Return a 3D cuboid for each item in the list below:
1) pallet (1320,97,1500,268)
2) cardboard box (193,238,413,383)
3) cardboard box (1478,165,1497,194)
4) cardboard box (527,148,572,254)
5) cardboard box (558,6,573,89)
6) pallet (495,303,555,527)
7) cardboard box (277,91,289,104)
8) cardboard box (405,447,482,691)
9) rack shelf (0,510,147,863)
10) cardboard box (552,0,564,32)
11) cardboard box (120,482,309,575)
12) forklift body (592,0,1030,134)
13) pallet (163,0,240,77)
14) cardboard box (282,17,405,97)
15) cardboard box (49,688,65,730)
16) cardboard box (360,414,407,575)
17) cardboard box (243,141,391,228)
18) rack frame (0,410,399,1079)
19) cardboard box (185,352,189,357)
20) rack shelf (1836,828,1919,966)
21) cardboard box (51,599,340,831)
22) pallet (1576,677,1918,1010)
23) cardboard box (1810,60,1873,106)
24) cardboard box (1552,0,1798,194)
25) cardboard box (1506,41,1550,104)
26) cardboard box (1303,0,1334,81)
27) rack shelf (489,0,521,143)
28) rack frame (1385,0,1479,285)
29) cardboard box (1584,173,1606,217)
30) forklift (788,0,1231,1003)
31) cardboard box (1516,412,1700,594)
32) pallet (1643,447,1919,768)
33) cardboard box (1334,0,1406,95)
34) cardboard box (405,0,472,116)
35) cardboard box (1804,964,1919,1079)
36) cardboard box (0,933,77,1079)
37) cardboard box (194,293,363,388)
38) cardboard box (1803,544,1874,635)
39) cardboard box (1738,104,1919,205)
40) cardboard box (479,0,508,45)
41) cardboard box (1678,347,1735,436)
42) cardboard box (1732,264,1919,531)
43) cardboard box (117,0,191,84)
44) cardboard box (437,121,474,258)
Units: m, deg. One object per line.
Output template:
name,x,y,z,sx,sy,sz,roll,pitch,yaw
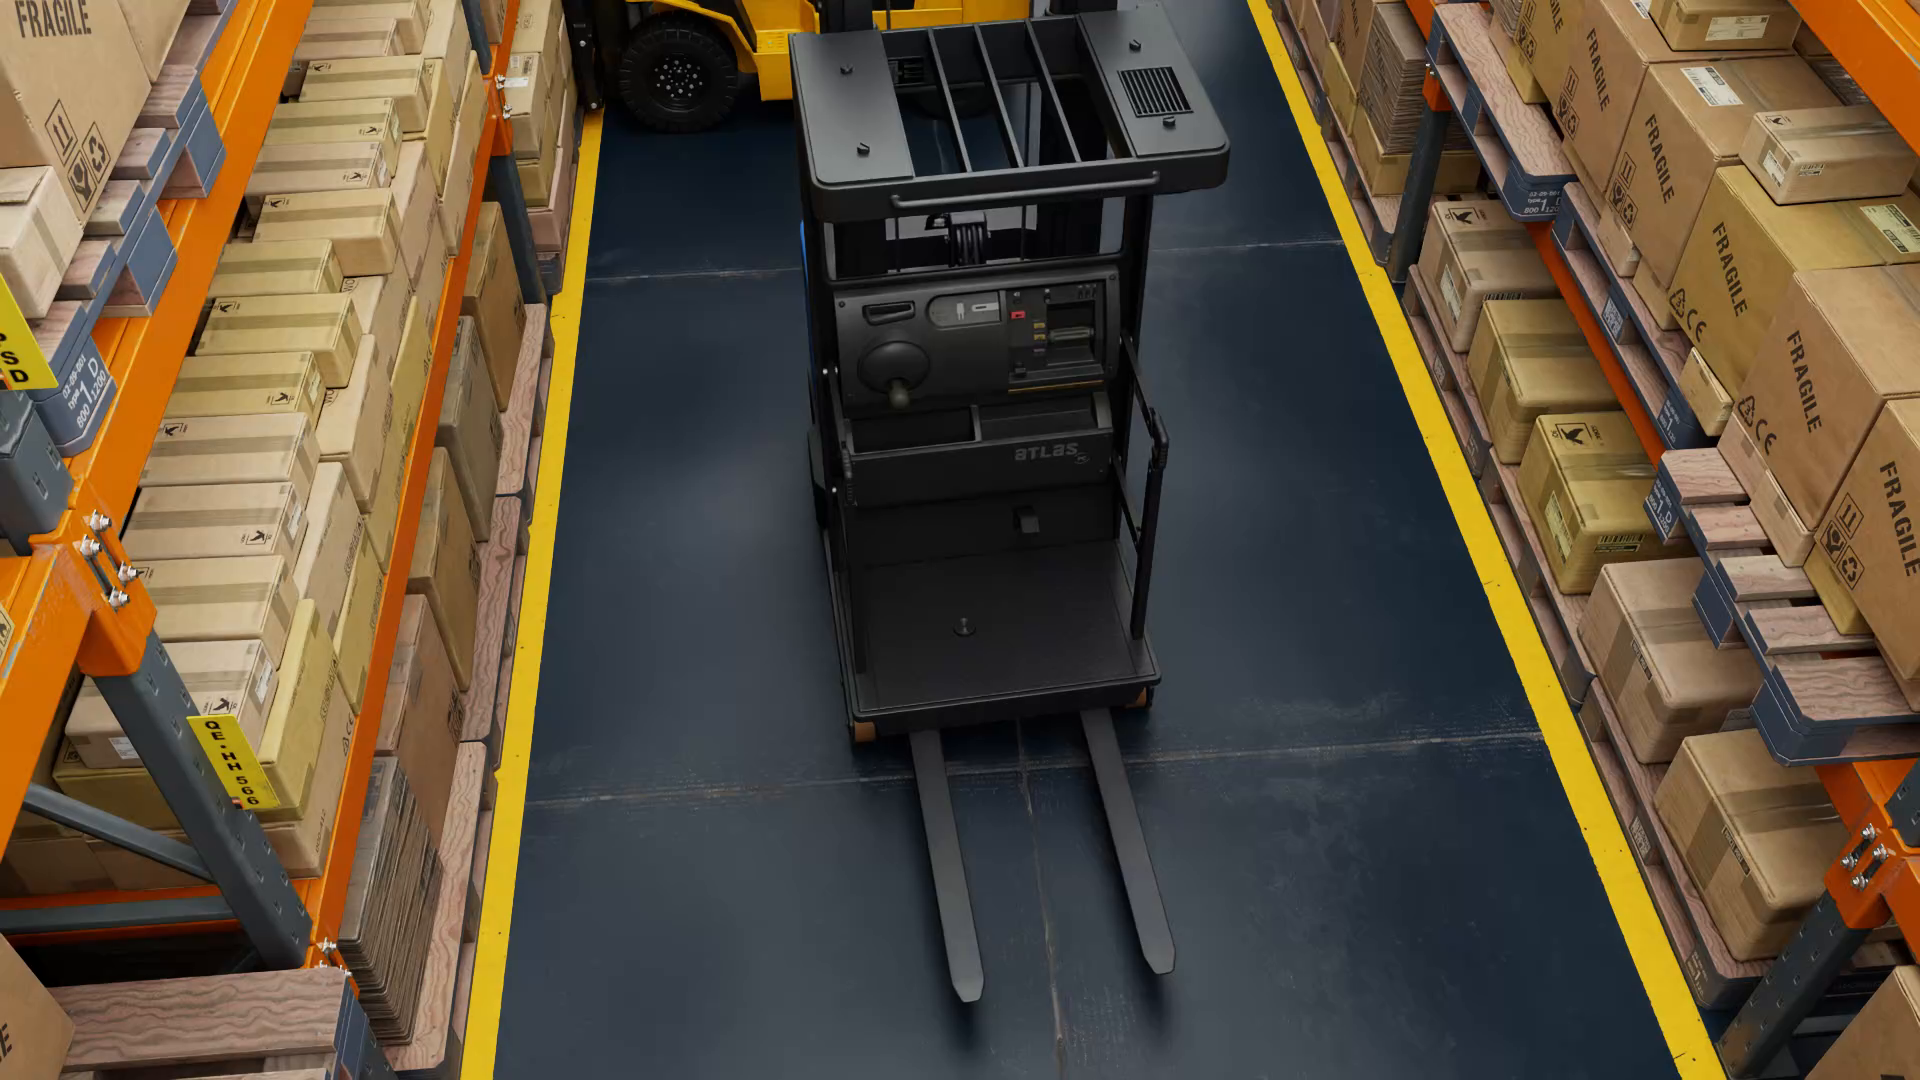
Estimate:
pallet,2.453,-1.843,8.350,1.003,0.211,1.213,-3,47,-3
cardboard box,-1.995,-0.686,5.092,0.500,0.250,0.500,-3,47,-3
cardboard box,2.764,-1.960,8.145,0.500,0.250,0.500,-5,47,-5
cardboard box,-2.112,-1.582,7.787,0.500,0.250,0.500,-3,47,-3
cardboard box,-2.209,-2.482,8.295,0.500,0.250,0.500,-4,47,-4
pallet,-2.301,-0.524,7.101,1.003,0.211,1.213,-3,47,-3
cardboard box,-2.583,-1.387,5.756,0.500,0.250,0.500,-4,47,-4
cardboard box,-2.225,0.141,5.896,0.875,0.625,0.625,-5,47,-5
rack shelf,-1.899,1.544,1.652,1.077,0.370,4.000,-3,47,-3
cardboard box,-2.215,-2.655,8.114,0.500,0.250,0.500,-2,47,-2
cardboard box,-1.871,-0.003,4.171,0.380,0.149,0.250,-2,47,-2
forklift body,-0.760,-3.354,8.446,2.313,2.155,1.214,-3,47,-3
pallet,-2.309,-1.380,4.055,1.003,0.211,1.213,-2,47,-1
cardboard box,-2.144,-1.671,5.751,0.380,0.149,0.250,-4,47,-3
cardboard box,-2.296,0.400,3.789,0.380,0.149,0.250,-2,47,-2
cardboard box,-1.948,-0.140,4.920,0.500,0.250,0.500,-5,47,-5
cardboard box,-2.015,-1.114,5.224,0.380,0.149,0.250,-3,47,-3
rack frame,-2.067,0.881,3.850,1.000,3.000,0.127,-3,47,-3
cardboard box,-2.465,-0.280,4.708,0.500,0.250,0.500,-4,47,-4
rack shelf,3.047,2.271,3.029,1.077,0.370,4.000,-3,47,-3
cardboard box,-1.836,0.423,4.042,0.500,0.250,0.500,-4,47,-3
pallet,2.815,0.970,5.686,1.003,0.211,1.213,-3,47,-3
cardboard box,2.936,-1.167,5.226,0.500,0.500,0.500,-5,47,-5
cardboard box,2.368,-1.521,5.562,0.500,0.500,0.500,-4,47,-4
cardboard box,2.288,-1.775,6.249,0.380,0.149,0.250,-3,47,-2
cardboard box,2.134,-2.681,8.828,0.500,0.250,0.500,-3,47,-3
rack shelf,-2.569,-3.213,8.222,1.077,0.370,4.000,-3,47,-3
rack frame,2.544,-2.318,6.879,1.000,3.000,0.127,-3,47,-3
cardboard box,2.386,-1.207,5.711,0.380,0.149,0.250,-3,47,-3
forklift,0.098,-0.559,5.261,1.130,2.935,3.031,-7,47,-6
cardboard box,2.714,-0.156,6.353,0.950,0.372,0.625,-2,47,-2
pallet,2.713,0.133,4.690,1.213,0.211,1.003,-3,47,-3
cardboard box,2.183,-2.554,8.191,0.500,0.500,0.500,-3,47,-3
cardboard box,-2.106,-1.794,6.142,0.500,0.250,0.500,-4,47,-4
cardboard box,2.854,1.667,4.279,0.875,0.875,0.875,-4,47,-4
cardboard box,-2.179,1.084,3.300,0.500,0.500,0.500,-2,47,-1
cardboard box,-1.918,-0.558,4.697,0.380,0.149,0.250,-3,47,-2
cardboard box,2.523,0.106,4.468,0.380,0.149,0.250,-3,47,-3
cardboard box,2.461,-1.094,4.711,0.380,0.149,0.250,-6,47,-5
cardboard box,-2.179,-2.385,6.874,0.500,0.500,0.500,-5,47,-4
cardboard box,2.407,-0.455,4.998,0.380,0.149,0.250,-3,47,-3
cardboard box,2.510,-0.390,4.491,0.500,0.500,0.500,-4,47,-4
cardboard box,-2.026,-1.262,3.386,0.700,0.500,0.500,-4,47,-4
cardboard box,-2.051,-1.250,5.971,0.500,0.250,0.500,-4,47,-4
